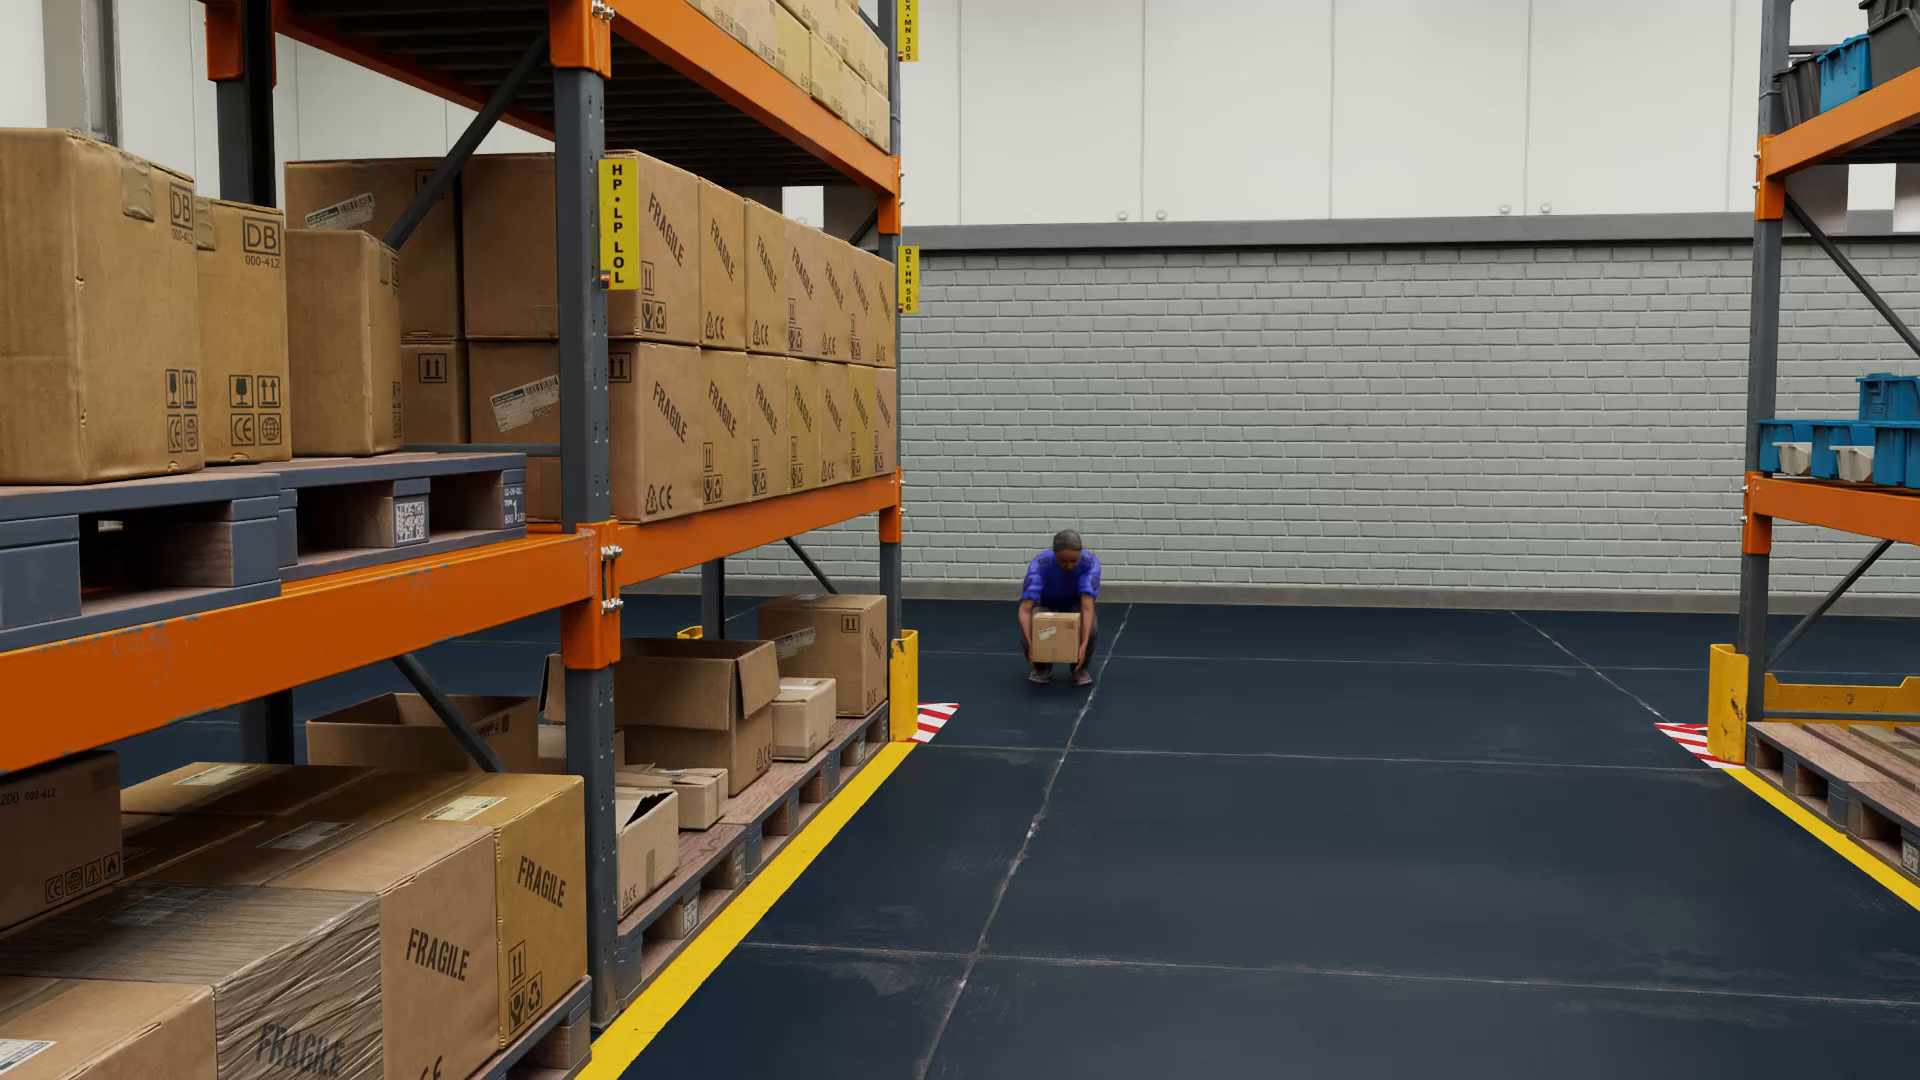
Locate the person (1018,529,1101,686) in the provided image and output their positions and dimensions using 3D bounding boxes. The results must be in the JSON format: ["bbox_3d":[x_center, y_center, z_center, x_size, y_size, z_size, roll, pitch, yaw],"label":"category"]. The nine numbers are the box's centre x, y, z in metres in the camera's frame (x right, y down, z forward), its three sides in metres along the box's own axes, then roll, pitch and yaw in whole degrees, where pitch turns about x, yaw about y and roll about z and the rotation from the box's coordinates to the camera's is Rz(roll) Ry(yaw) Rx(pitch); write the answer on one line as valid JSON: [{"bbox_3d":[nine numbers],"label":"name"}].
[{"bbox_3d":[0.586,0.391,9.677,0.469,0.938,0.827,1,5,8],"label":"person"}]
